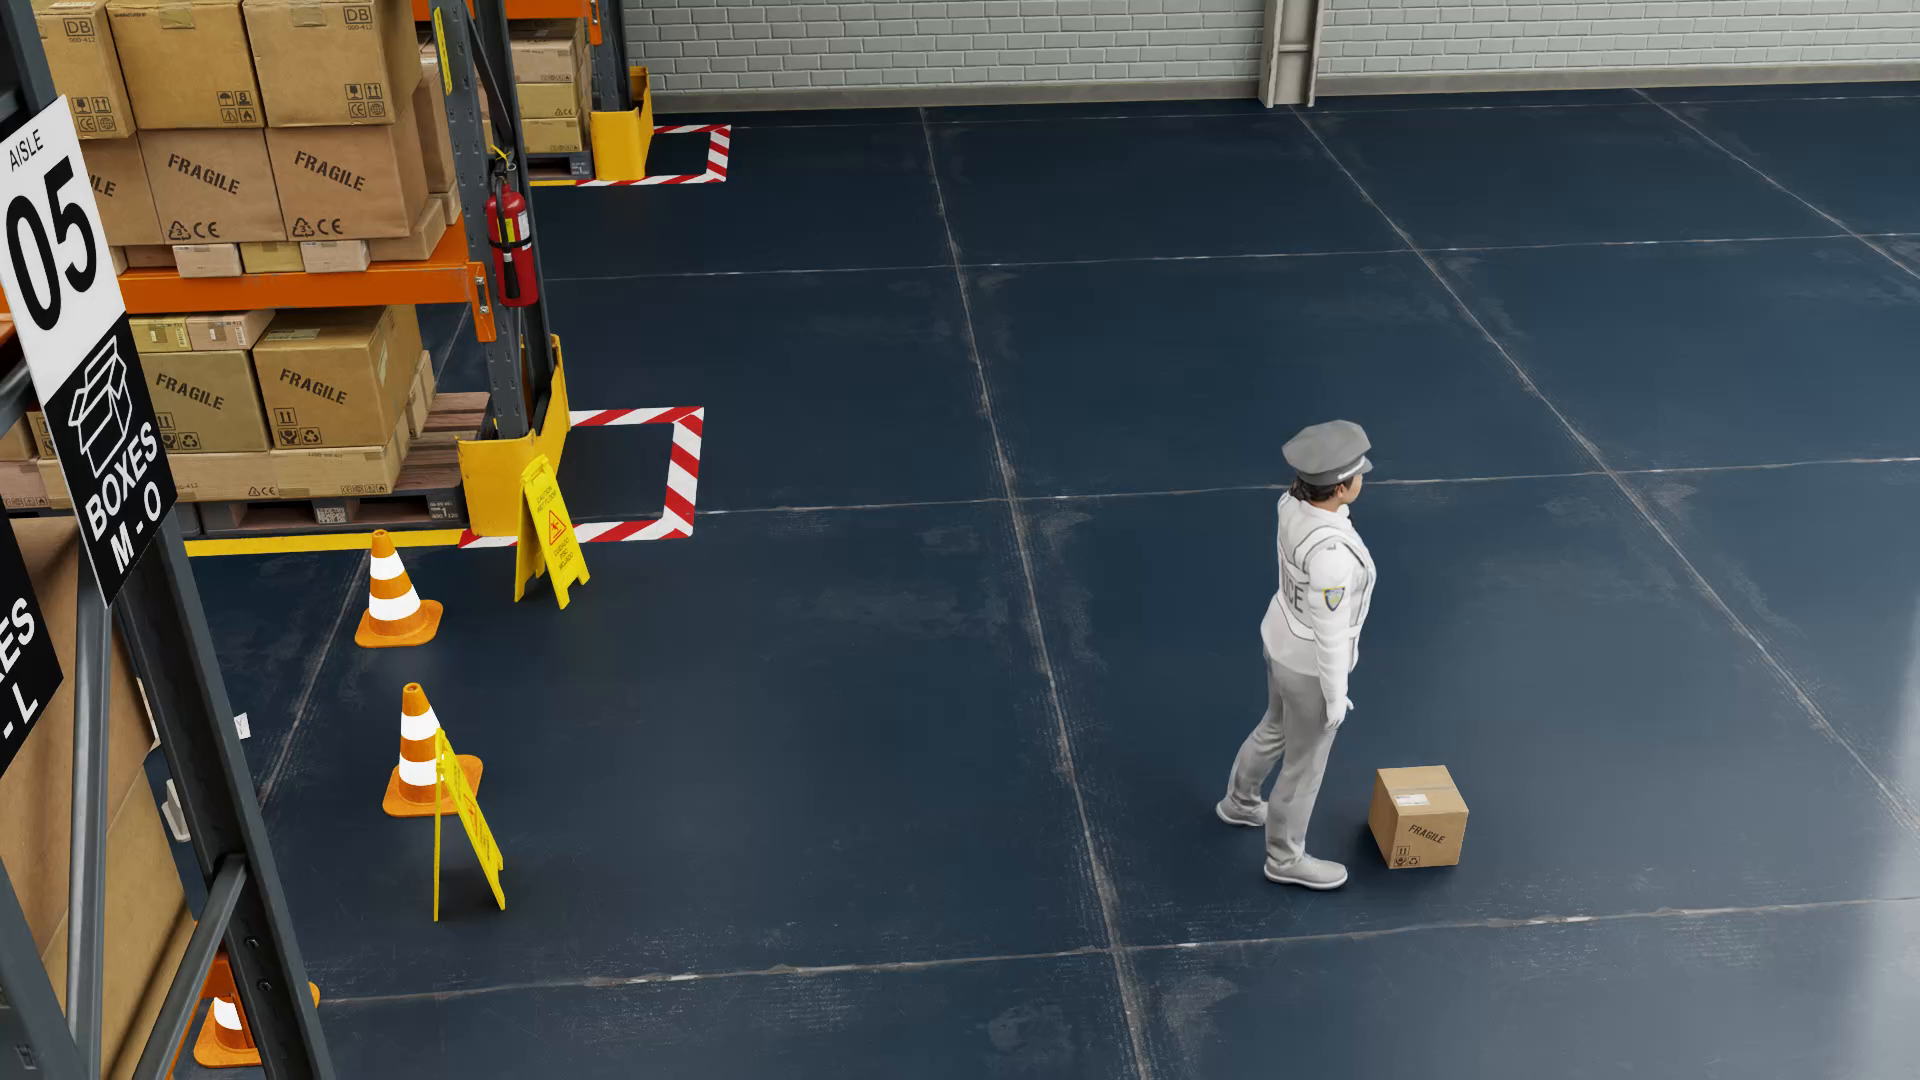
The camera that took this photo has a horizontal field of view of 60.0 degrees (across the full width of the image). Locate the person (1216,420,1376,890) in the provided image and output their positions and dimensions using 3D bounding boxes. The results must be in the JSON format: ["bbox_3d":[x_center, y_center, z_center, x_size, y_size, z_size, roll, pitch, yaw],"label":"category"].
[{"bbox_3d":[1.133,0.401,5.486,0.399,1.740,0.510,-2,31,-3],"label":"person"}]
